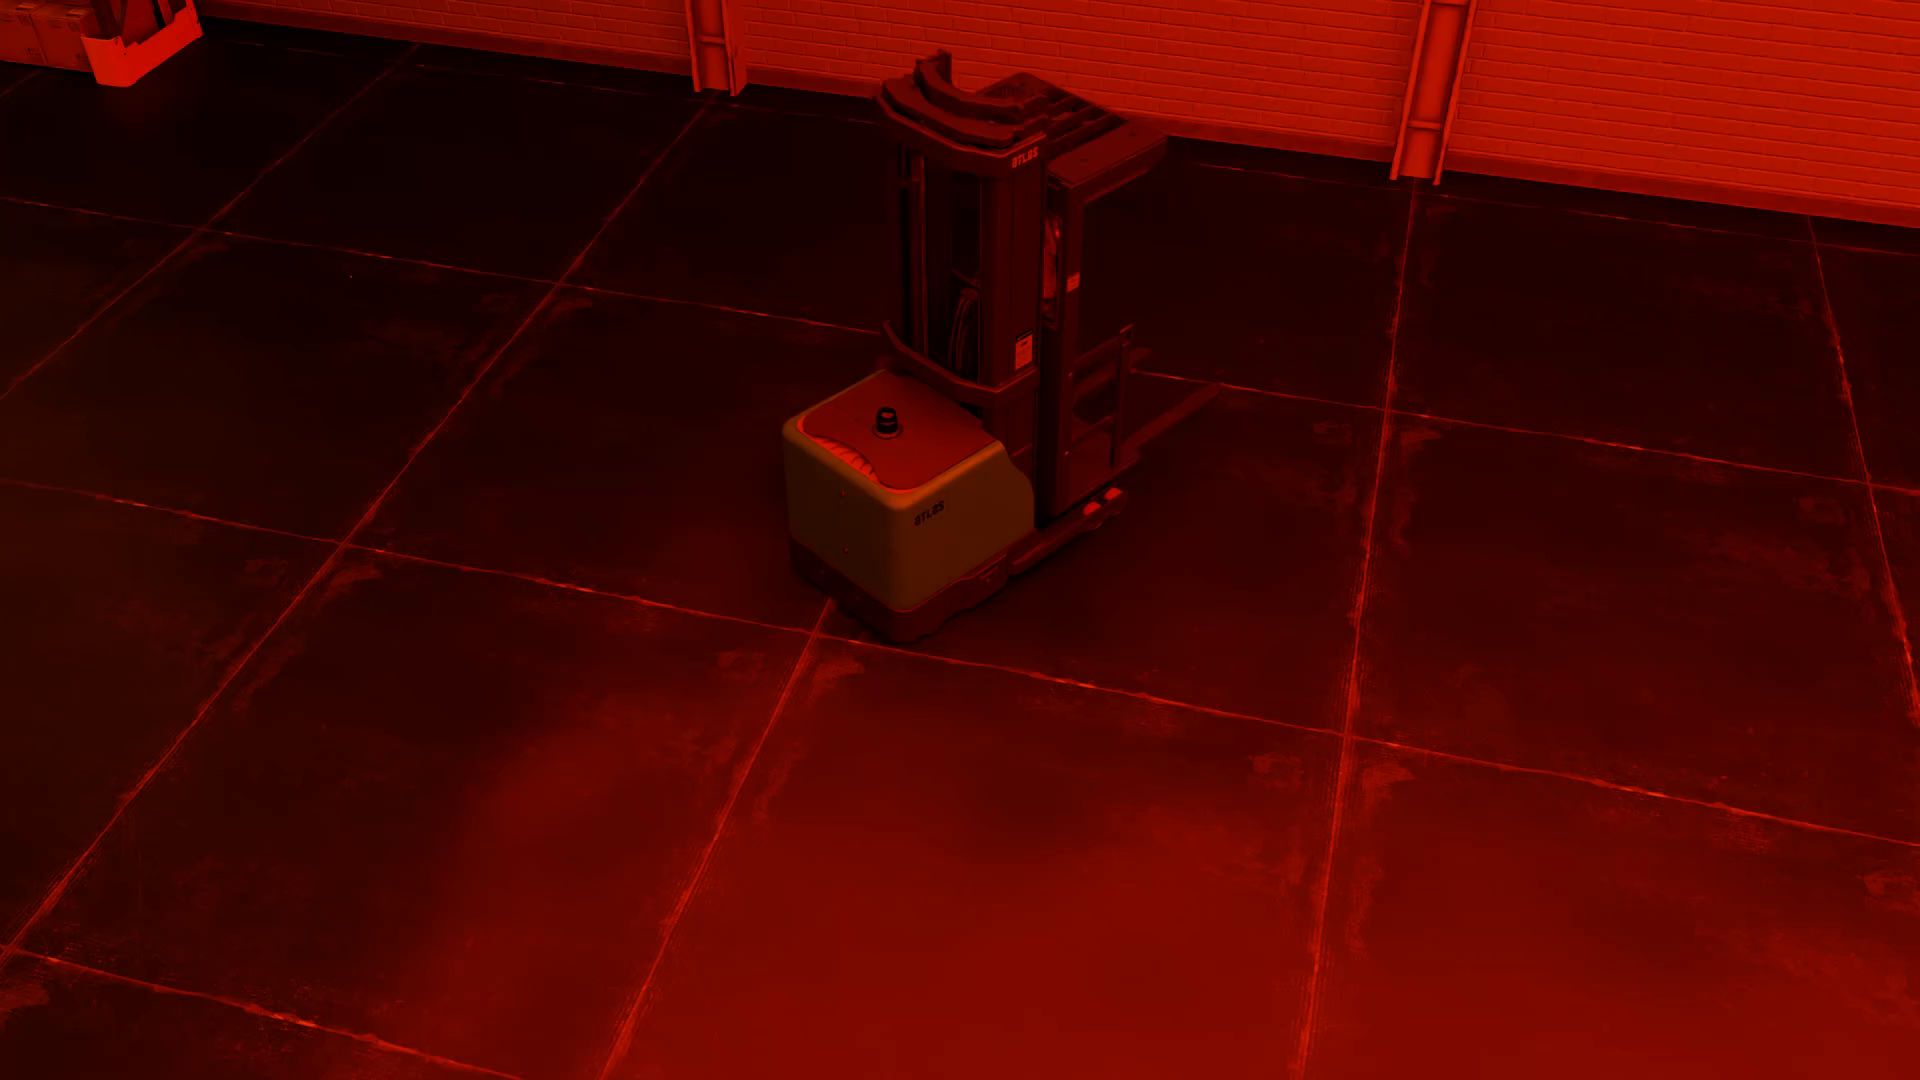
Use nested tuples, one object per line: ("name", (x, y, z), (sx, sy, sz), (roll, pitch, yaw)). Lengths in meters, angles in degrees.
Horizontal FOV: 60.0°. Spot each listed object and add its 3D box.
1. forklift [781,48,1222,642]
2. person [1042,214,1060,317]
("forklift", (0.398, -1.388, 9.445), (3.031, 2.935, 1.130), (-33, 51, -32))
("person", (0.576, -1.856, 10.874), (0.575, 1.767, 0.735), (11, 43, 13))
